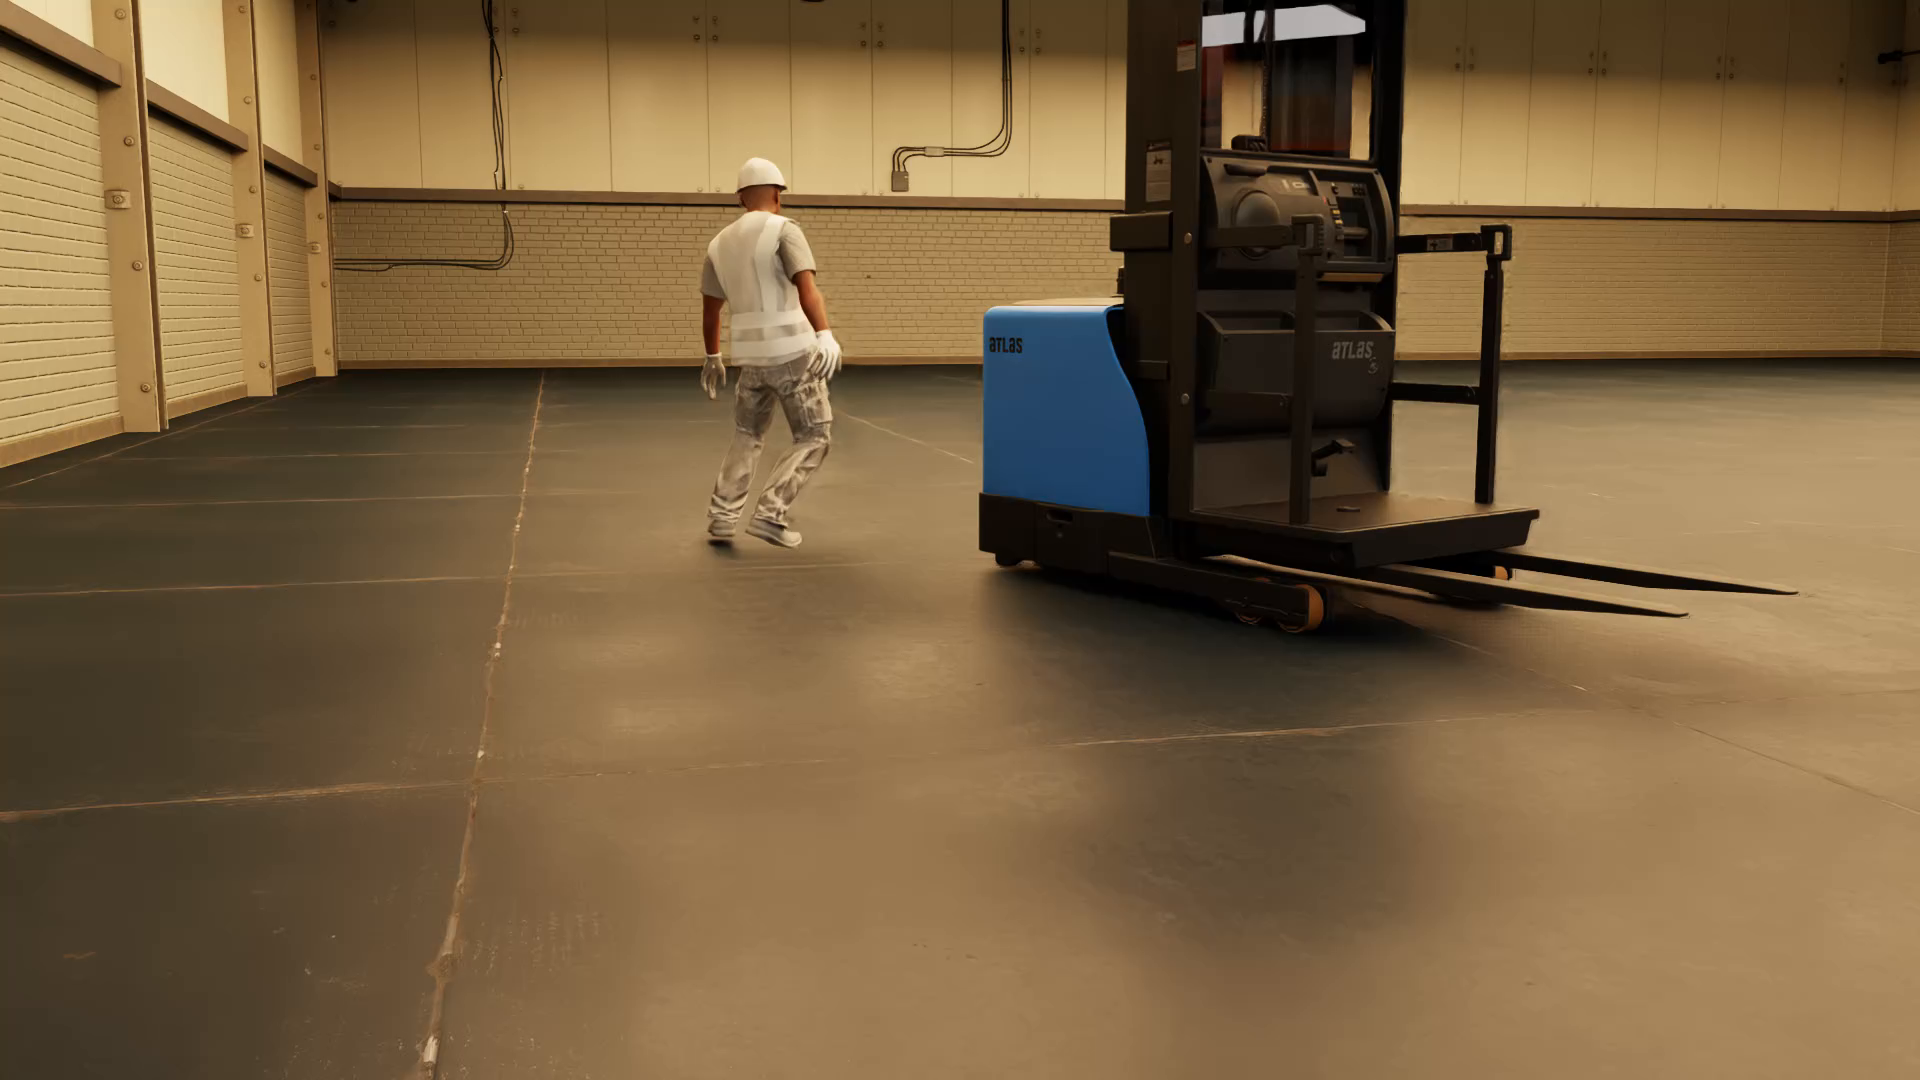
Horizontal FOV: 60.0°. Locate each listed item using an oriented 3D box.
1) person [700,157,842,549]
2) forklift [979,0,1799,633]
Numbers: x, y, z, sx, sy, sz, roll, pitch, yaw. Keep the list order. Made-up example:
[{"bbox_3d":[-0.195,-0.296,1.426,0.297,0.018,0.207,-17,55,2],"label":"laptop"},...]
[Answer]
[{"bbox_3d":[-0.843,-0.828,7.320,0.913,1.699,0.496,7,11,42],"label":"person"},{"bbox_3d":[1.358,-1.218,5.839,1.130,2.935,3.031,-6,10,-36],"label":"forklift"}]
